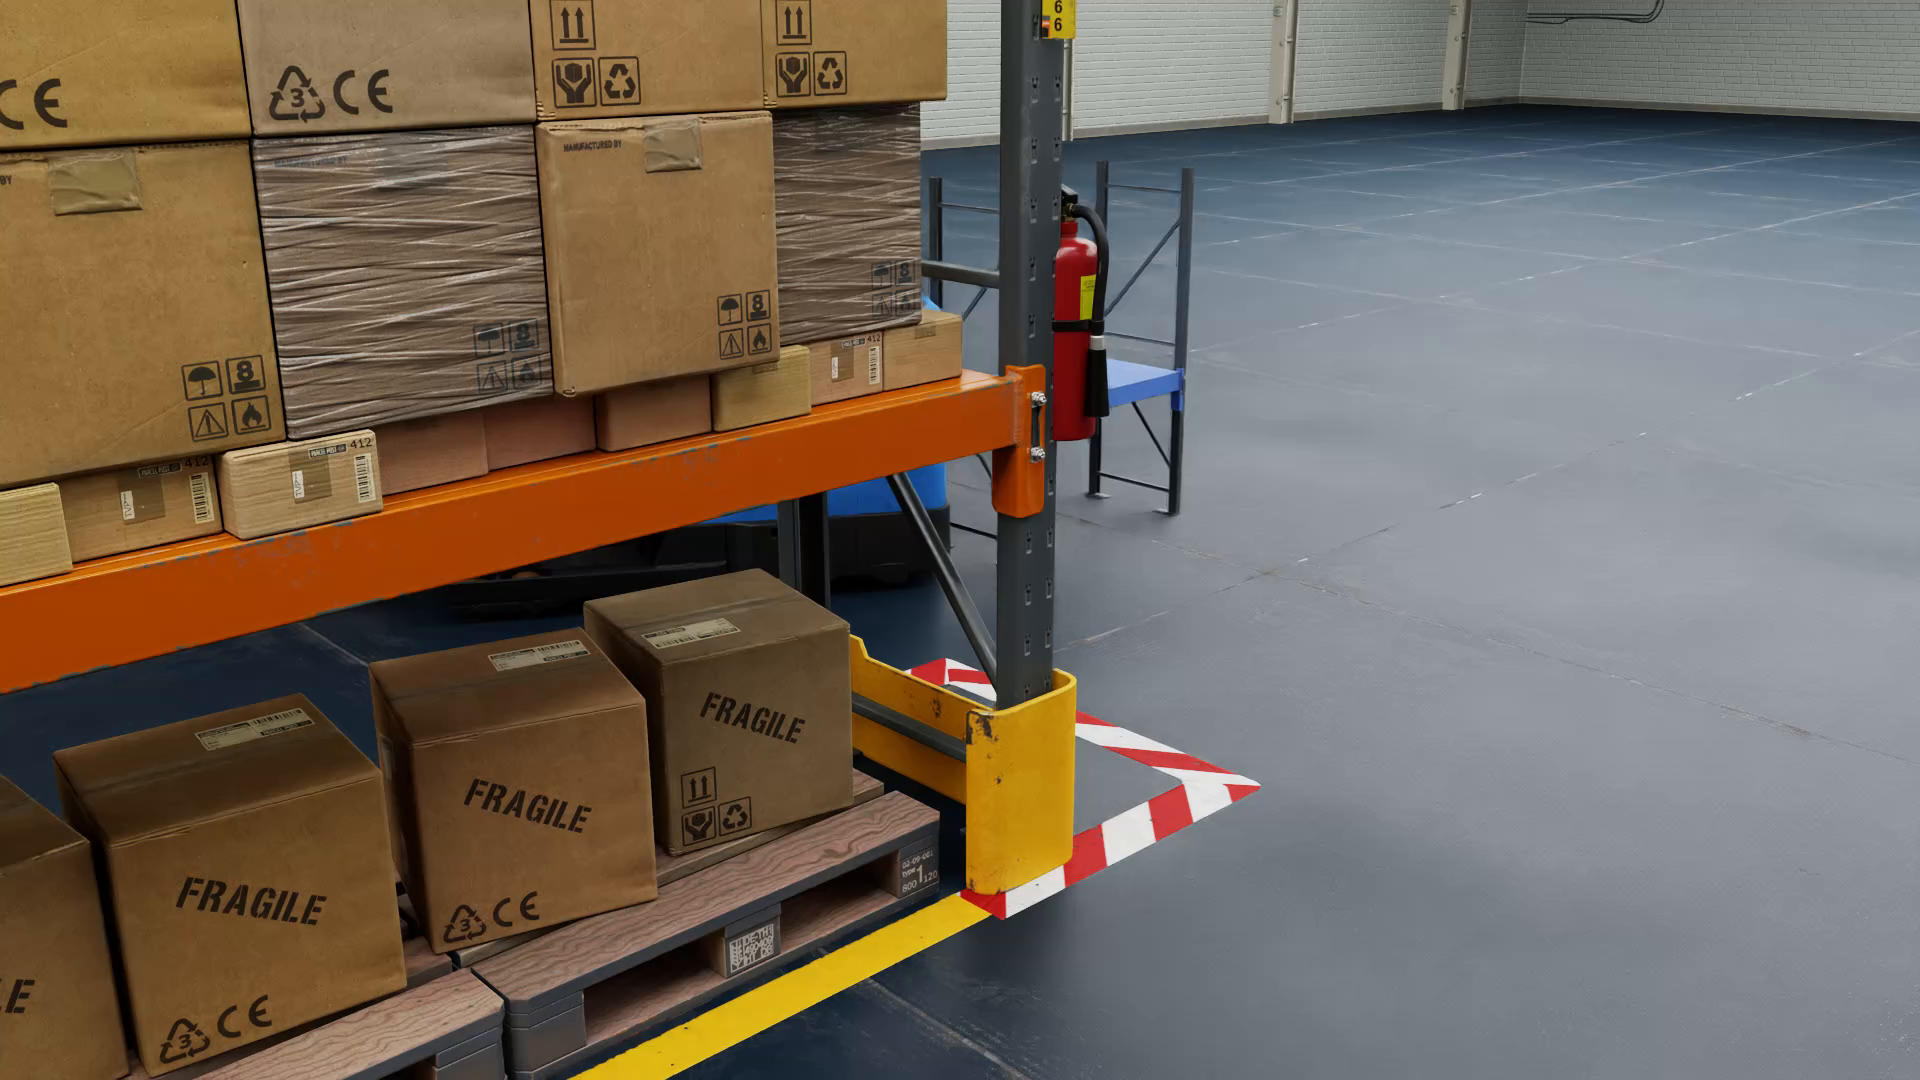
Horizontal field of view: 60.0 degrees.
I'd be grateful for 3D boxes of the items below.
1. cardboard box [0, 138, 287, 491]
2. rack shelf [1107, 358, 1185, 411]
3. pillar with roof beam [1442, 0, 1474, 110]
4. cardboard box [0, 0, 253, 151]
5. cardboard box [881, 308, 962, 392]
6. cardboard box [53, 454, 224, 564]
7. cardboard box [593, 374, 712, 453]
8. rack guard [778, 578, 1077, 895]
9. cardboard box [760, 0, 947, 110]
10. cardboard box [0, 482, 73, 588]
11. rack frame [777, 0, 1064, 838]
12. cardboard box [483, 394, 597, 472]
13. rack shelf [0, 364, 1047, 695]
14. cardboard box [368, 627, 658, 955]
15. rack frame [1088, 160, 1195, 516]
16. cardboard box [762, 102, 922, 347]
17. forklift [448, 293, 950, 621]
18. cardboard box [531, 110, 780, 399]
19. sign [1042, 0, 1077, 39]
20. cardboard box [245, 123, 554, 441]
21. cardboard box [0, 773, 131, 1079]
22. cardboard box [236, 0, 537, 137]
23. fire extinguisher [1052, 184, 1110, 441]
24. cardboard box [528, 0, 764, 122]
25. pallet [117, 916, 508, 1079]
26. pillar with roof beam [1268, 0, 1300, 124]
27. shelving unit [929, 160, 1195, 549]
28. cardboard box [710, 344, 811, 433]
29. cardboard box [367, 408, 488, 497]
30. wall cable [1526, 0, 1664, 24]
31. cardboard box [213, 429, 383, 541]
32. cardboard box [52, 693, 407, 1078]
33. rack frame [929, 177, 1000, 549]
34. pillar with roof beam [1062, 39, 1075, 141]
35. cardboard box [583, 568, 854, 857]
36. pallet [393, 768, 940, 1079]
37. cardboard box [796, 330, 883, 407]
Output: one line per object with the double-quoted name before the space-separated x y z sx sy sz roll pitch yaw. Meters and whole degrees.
"cardboard box" -1.610 -0.449 2.861 0.500 0.500 0.875 -16 24 -41
"rack shelf" 0.424 -0.591 6.960 0.538 0.185 1.000 17 24 42
"pillar with roof beam" 13.263 -12.335 30.440 0.400 9.000 9.100 -16 24 -41
"cardboard box" -1.469 -0.878 2.565 0.500 0.500 0.500 -16 24 -41
"cardboard box" -0.211 -0.476 3.998 0.250 0.149 0.380 -16 24 -41
"cardboard box" -1.459 -0.098 2.829 0.250 0.149 0.380 -16 24 -41
"cardboard box" -0.732 -0.309 3.483 0.250 0.149 0.380 -16 24 -41
"rack guard" -0.201 0.503 4.624 0.348 0.500 1.175 -16 24 -41
"cardboard box" -0.376 -1.195 3.542 0.500 0.500 0.500 -16 24 -41
"cardboard box" -1.609 -0.034 2.634 0.250 0.149 0.380 -16 24 -41
"rack frame" -0.146 -0.702 4.288 0.127 3.000 1.000 -16 24 -41
"cardboard box" -0.942 -0.266 3.348 0.250 0.149 0.380 -16 24 -41
"rack shelf" -1.599 0.064 3.092 4.000 0.370 1.077 -16 24 -41
"cardboard box" -1.022 0.550 3.798 0.500 0.500 0.500 -9 20 -27
"rack frame" 0.779 -0.875 7.250 0.500 1.500 0.032 17 24 42
"cardboard box" -0.565 -0.781 3.886 0.500 0.500 0.875 -16 24 -41
"forklift" -1.610 -1.275 6.165 3.031 2.935 1.130 -4 18 -11
"cardboard box" -0.846 -0.648 3.476 0.500 0.500 0.875 -16 24 -41
"sign" 0.221 -1.275 3.664 0.005 0.325 0.100 -16 24 -41
"cardboard box" -1.239 -0.552 3.179 0.500 0.500 0.875 -16 24 -41
"cardboard box" -1.926 0.786 3.068 0.500 0.500 0.500 15 23 39
"cardboard box" -1.100 -0.983 2.886 0.500 0.500 0.500 -16 24 -41
"fire extinguisher" 0.254 -0.587 4.056 0.183 0.674 0.296 -16 24 -41
"cardboard box" -0.735 -1.088 3.211 0.500 0.500 0.500 -16 24 -41
"pallet" -1.702 1.062 3.368 1.213 0.211 1.003 -16 24 -41
"pillar with roof beam" 8.903 -11.064 26.518 0.400 9.000 9.100 -16 24 -41
"shelving unit" 0.424 -0.762 6.904 0.538 1.500 1.048 17 24 42
"cardboard box" -0.540 -0.359 3.636 0.250 0.149 0.380 -16 24 -41
"cardboard box" -1.108 -0.208 3.169 0.250 0.149 0.380 -16 24 -41
"wall cable" 13.355 -12.151 34.905 0.112 2.526 3.097 -16 24 -41
"cardboard box" -1.229 -0.135 2.945 0.250 0.149 0.380 -16 24 -41
"cardboard box" -1.490 0.678 3.402 0.500 0.500 0.500 -14 22 -36
"rack frame" 0.069 -0.650 6.559 0.500 1.500 0.032 17 24 42
"pillar with roof beam" 4.544 -9.792 22.597 0.400 9.000 9.100 -16 24 -41
"cardboard box" -0.611 0.415 4.212 0.500 0.500 0.500 -11 21 -31
"pallet" -0.816 0.804 4.162 1.213 0.211 1.003 -16 24 -41
"cardboard box" -0.394 -0.423 3.835 0.250 0.149 0.380 -16 24 -41
